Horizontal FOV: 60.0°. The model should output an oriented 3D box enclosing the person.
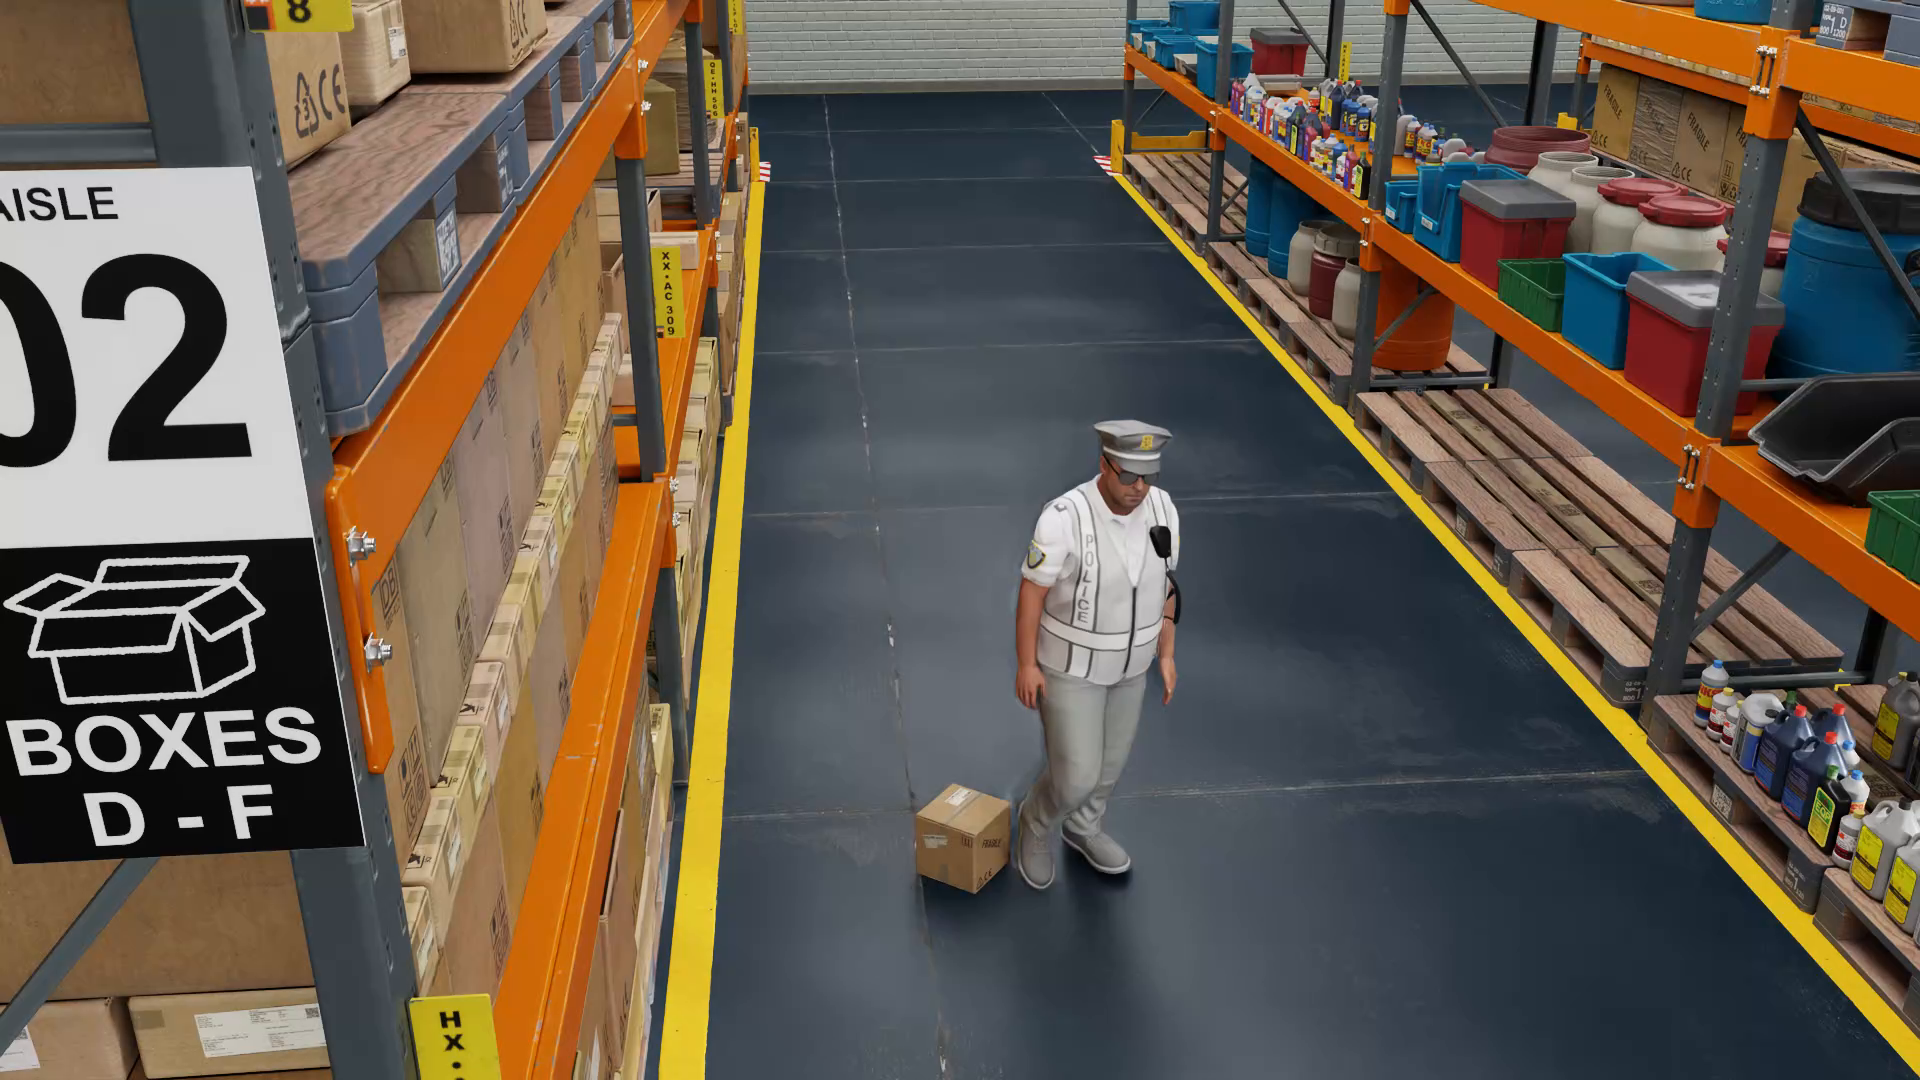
[{"bbox_3d":[0.453,0.407,5.636,0.566,1.759,0.475,-14,27,-29],"label":"person"}]
